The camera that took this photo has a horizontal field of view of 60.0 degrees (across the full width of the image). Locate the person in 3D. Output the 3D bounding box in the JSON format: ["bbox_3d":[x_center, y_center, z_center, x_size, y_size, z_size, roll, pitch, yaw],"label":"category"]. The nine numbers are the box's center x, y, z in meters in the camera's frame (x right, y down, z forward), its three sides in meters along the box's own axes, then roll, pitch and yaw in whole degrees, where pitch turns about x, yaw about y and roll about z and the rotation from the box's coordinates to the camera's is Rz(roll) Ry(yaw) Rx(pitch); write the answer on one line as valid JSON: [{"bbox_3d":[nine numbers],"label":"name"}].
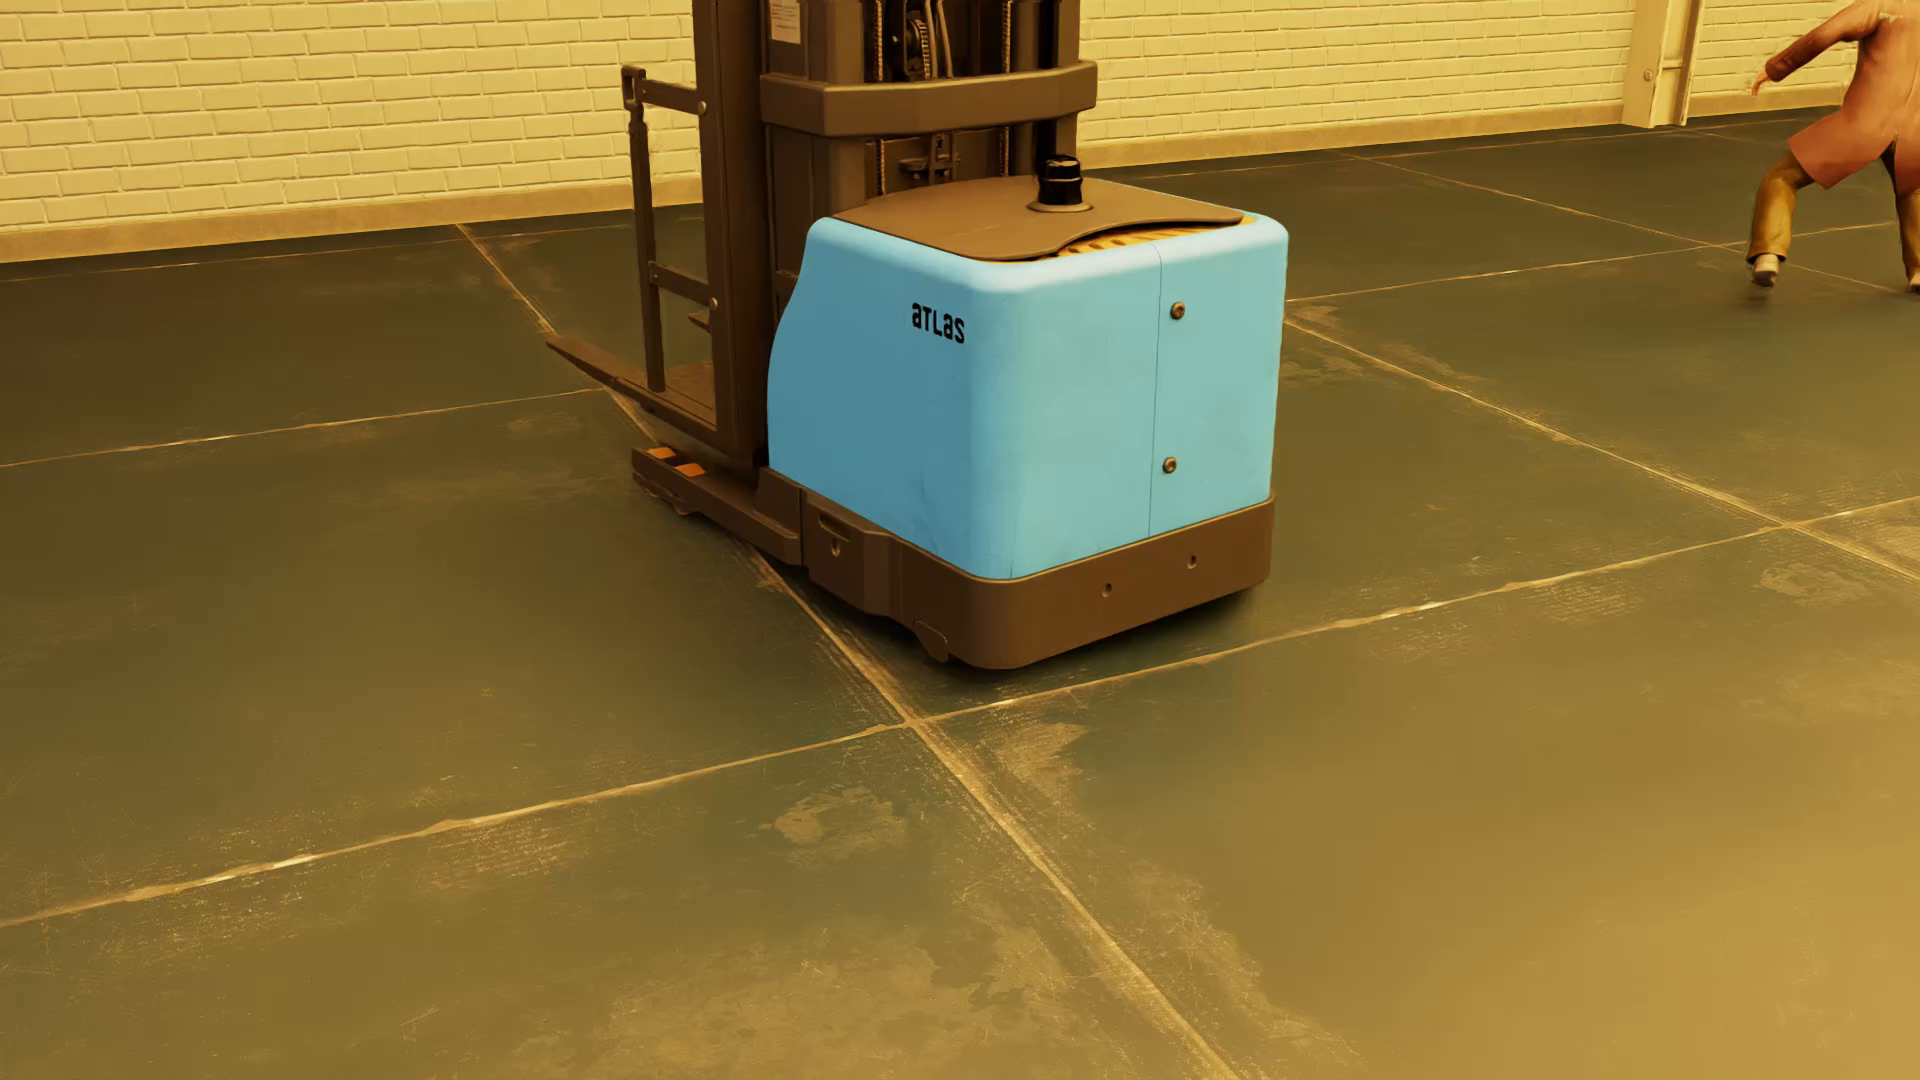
[{"bbox_3d":[4.274,-1.864,7.598,1.219,1.690,0.600,1,23,3],"label":"person"}]

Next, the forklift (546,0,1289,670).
[{"bbox_3d":[-0.415,-1.532,4.974,1.130,2.935,3.031,-16,27,-34],"label":"forklift"}]
